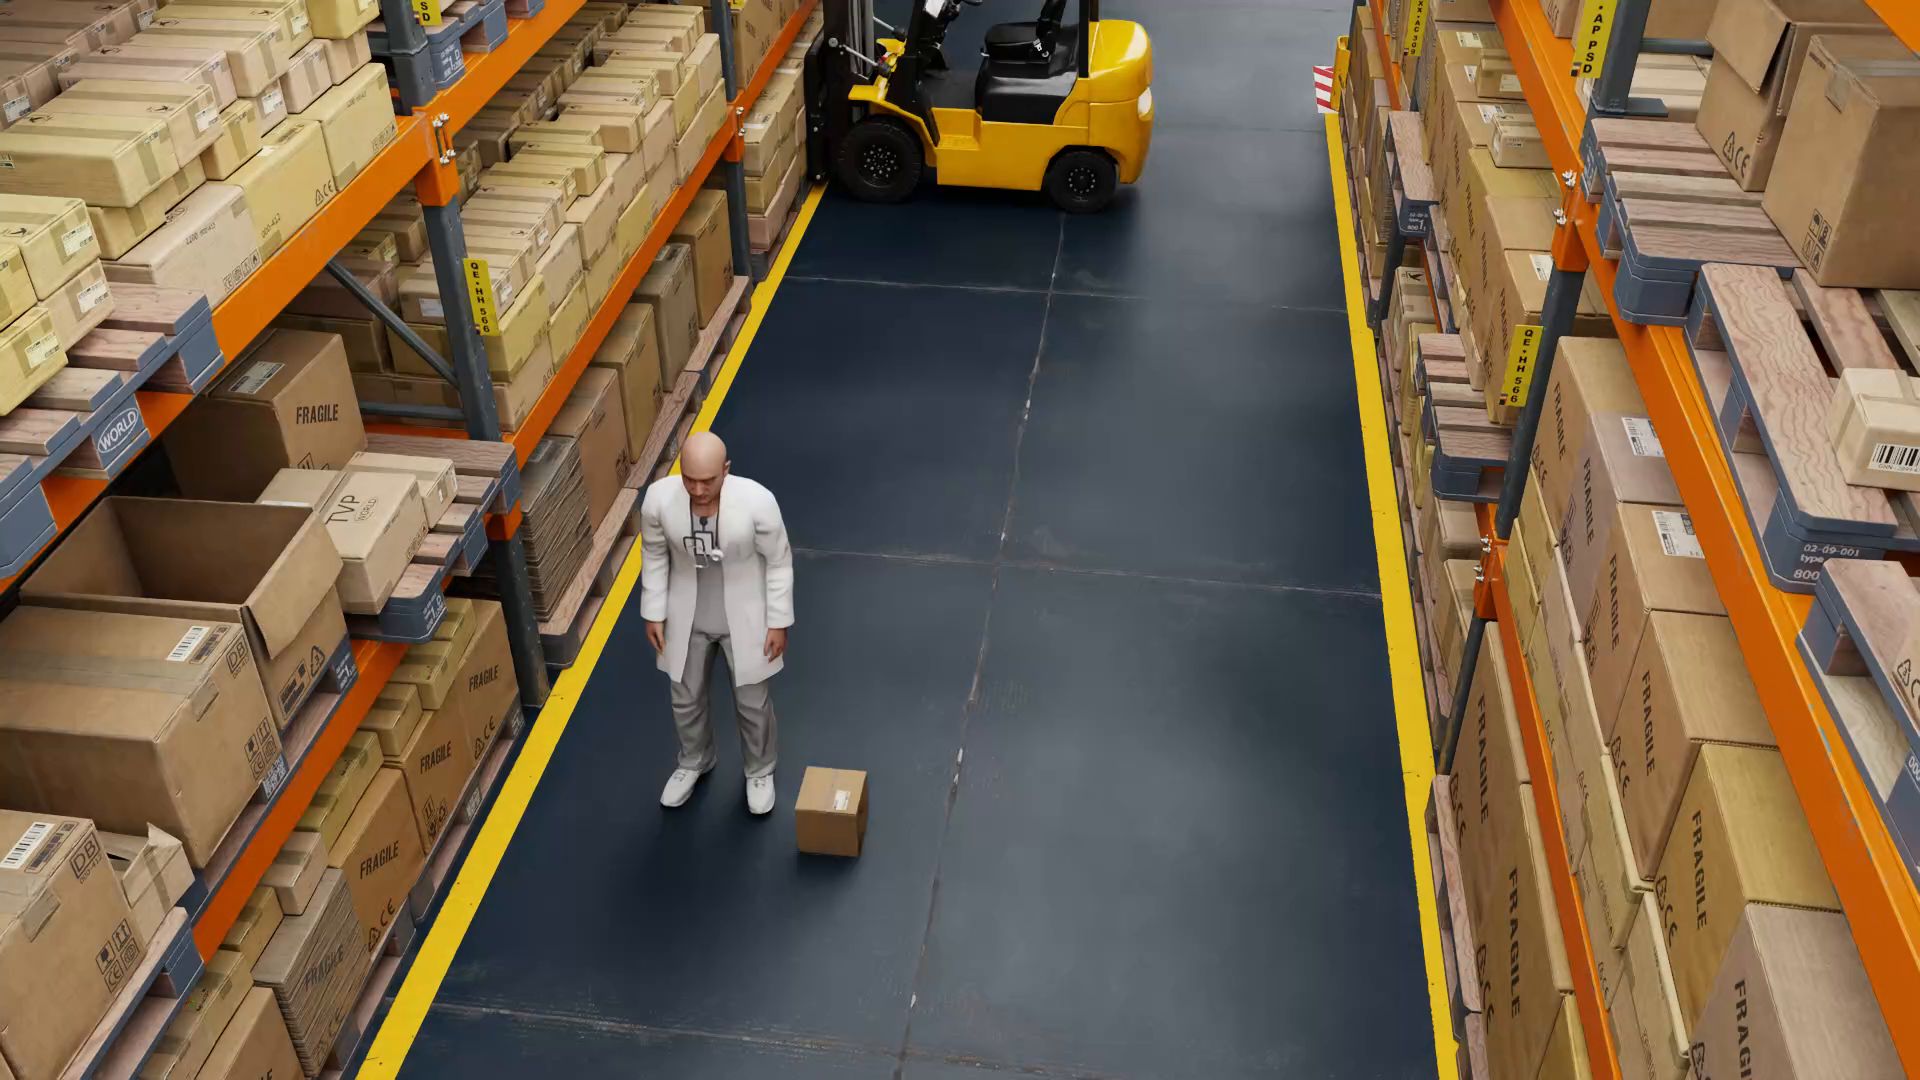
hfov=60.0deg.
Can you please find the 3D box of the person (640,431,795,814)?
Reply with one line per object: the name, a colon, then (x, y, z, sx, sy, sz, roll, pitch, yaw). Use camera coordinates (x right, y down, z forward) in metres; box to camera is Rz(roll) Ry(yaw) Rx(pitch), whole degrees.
person: (-0.961, 0.317, 6.614, 0.622, 1.774, 0.426, 4, 36, 5)
